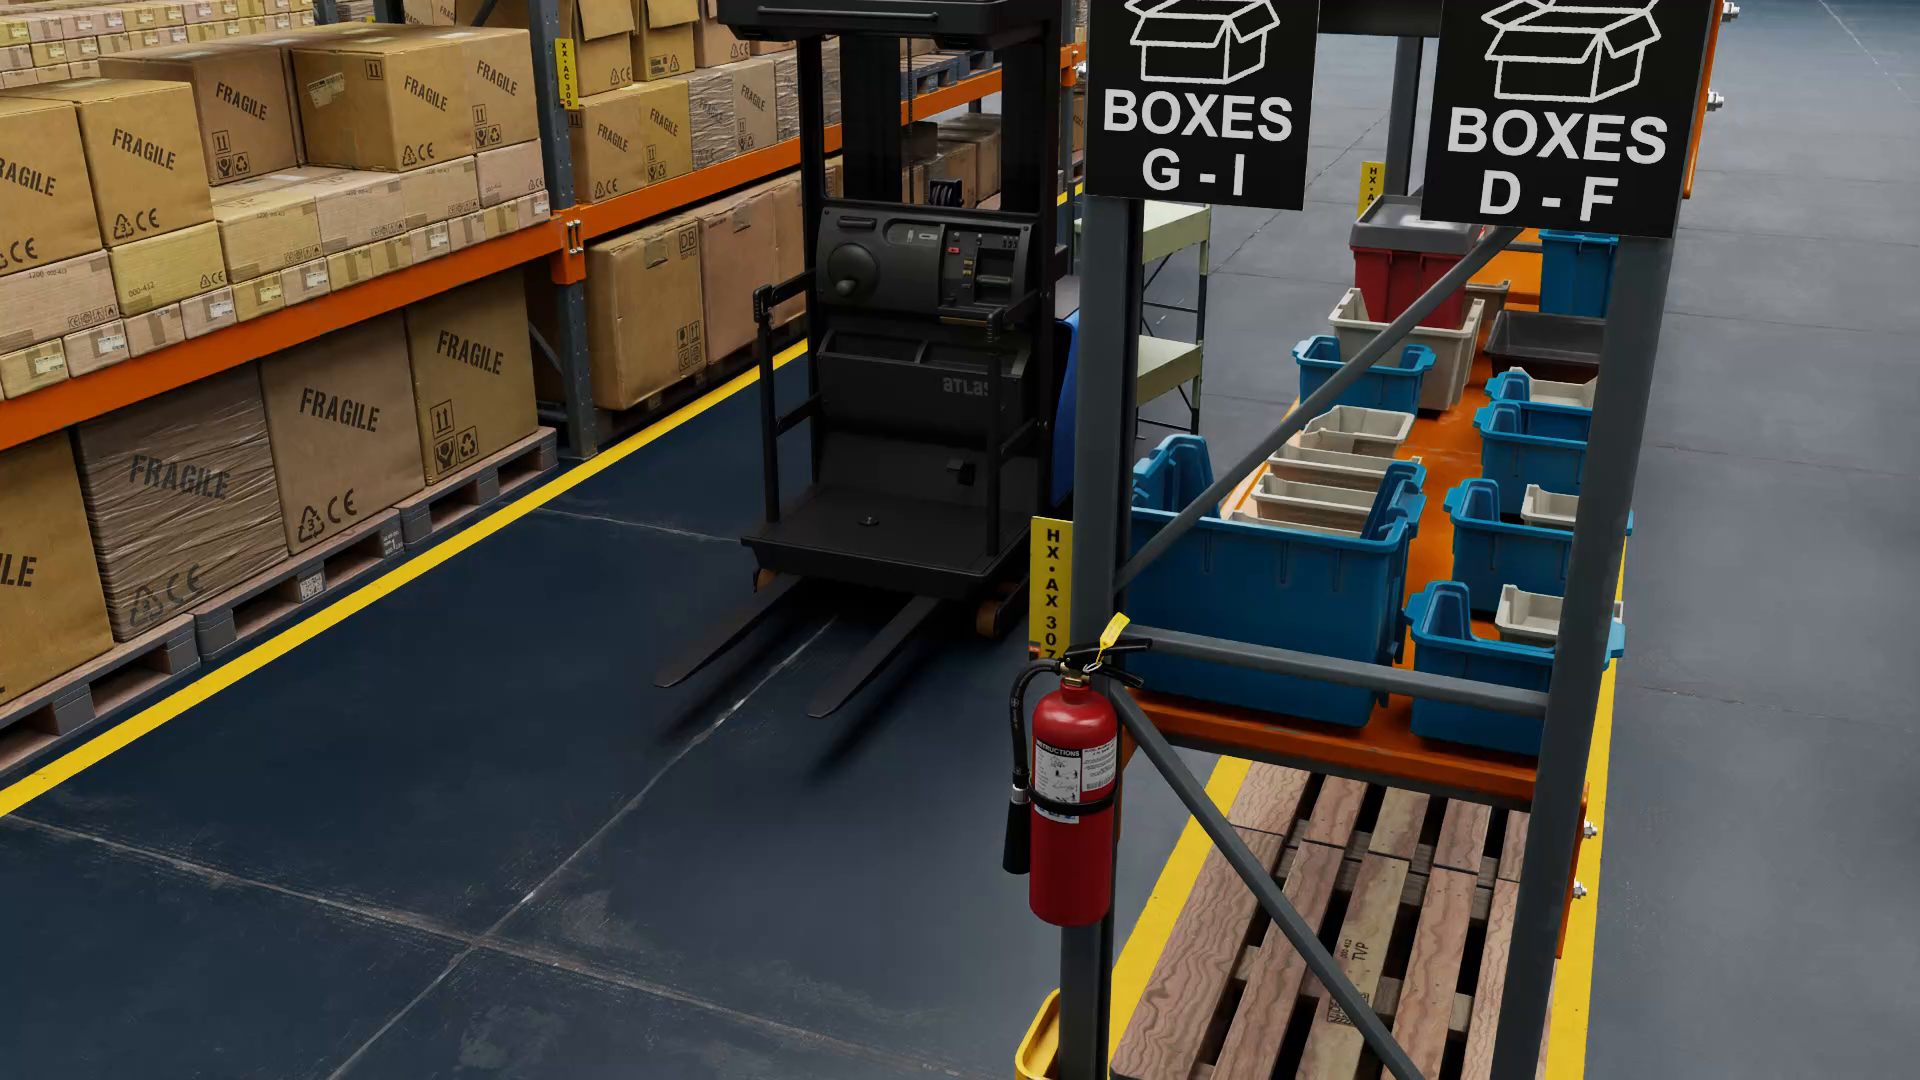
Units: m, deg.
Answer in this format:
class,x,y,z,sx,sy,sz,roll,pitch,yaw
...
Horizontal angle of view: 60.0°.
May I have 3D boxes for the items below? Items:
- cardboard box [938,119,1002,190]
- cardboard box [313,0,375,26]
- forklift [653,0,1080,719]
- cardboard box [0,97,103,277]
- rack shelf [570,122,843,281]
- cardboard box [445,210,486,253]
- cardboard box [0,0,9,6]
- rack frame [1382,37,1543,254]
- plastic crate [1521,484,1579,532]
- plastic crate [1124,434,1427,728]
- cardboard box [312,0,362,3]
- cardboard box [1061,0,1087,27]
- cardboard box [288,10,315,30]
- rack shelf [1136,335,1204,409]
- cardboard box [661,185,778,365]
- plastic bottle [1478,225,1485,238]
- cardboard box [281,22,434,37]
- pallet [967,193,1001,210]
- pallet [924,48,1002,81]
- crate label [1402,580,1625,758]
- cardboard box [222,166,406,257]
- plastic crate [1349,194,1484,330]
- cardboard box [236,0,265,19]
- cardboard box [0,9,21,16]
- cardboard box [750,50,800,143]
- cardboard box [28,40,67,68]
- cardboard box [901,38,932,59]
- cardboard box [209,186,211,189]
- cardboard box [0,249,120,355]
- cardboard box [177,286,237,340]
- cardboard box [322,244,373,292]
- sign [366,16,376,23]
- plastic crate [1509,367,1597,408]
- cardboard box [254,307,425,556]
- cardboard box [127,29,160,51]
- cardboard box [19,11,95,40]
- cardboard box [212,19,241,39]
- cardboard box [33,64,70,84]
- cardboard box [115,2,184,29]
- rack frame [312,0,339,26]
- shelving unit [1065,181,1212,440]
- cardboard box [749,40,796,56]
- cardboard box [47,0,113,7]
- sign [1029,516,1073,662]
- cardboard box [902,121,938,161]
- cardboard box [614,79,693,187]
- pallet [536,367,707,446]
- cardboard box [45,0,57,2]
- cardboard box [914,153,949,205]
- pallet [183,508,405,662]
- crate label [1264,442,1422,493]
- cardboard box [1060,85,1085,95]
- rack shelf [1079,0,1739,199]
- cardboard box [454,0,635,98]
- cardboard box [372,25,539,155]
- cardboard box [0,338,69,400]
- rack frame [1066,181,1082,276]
class,x,y,z,sx,sy,sz,roll,pitch,yaw
cardboard box,0.123,-3.410,14.695,0.700,0.500,0.500,9,24,20
cardboard box,-5.070,-4.229,13.852,0.500,0.500,0.500,9,24,21
forklift,-0.231,-1.127,6.644,1.130,2.935,3.031,9,24,20
cardboard box,-3.277,-1.177,5.513,0.500,0.500,0.500,8,24,19
rack shelf,-1.663,-2.266,10.218,1.077,0.370,4.000,9,24,20
cardboard box,-2.406,-1.427,7.600,0.380,0.149,0.250,8,24,19
cardboard box,-9.426,-5.184,16.049,0.380,0.149,0.250,9,24,20
rack frame,2.192,-1.174,6.668,1.000,3.000,0.127,9,24,20
plastic crate,1.552,-0.035,4.207,0.250,0.136,0.298,9,24,20
plastic crate,0.658,0.067,3.573,0.616,0.435,0.499,9,24,20
cardboard box,-5.312,-4.727,13.748,0.700,0.500,0.500,9,24,20
cardboard box,0.790,-5.081,15.507,0.875,0.500,0.500,9,24,20
cardboard box,-5.249,-4.034,12.910,0.380,0.149,0.250,9,24,21
rack shelf,0.892,-0.800,8.564,0.431,0.370,0.720,15,27,32
cardboard box,-1.856,-1.648,10.015,1.225,0.875,0.875,8,24,18
plastic bottle,2.297,-1.389,7.441,0.097,0.201,0.097,0,23,0
cardboard box,-2.821,-2.162,7.870,0.500,0.500,0.500,9,24,20
pallet,-0.174,-2.742,14.040,1.003,0.211,1.213,9,24,20
pallet,-0.223,-3.940,13.539,1.003,0.211,1.213,9,24,20
crate label,1.104,0.266,3.360,0.416,0.233,0.303,9,24,20
cardboard box,-2.706,-1.387,6.987,0.500,0.250,0.500,9,24,21
plastic crate,1.628,-0.947,5.965,0.402,0.464,0.583,9,24,20
cardboard box,-5.437,-3.988,12.416,0.380,0.149,0.250,10,25,22
cardboard box,-6.617,-3.523,11.301,0.380,0.149,0.250,8,24,18
cardboard box,-1.254,-2.784,10.394,0.500,0.500,0.500,8,24,18
cardboard box,-6.114,-3.198,10.909,0.380,0.149,0.250,8,24,18
cardboard box,-0.642,-3.967,12.681,0.700,0.500,0.500,13,26,28
cardboard box,-3.391,-1.281,6.734,0.500,0.250,0.500,9,24,20
cardboard box,-3.276,-0.839,5.676,0.500,0.250,0.500,8,24,19
cardboard box,-2.978,-0.876,6.280,0.380,0.149,0.250,8,24,19
cardboard box,-2.692,-1.151,6.939,0.380,0.149,0.250,8,24,19
sign,-2.914,-2.455,8.335,0.100,0.325,0.005,9,24,20
plastic crate,1.825,-0.413,5.112,0.293,0.136,0.466,9,24,20
cardboard box,-3.060,-0.549,7.385,0.875,0.875,0.875,9,24,20
cardboard box,-5.821,-3.479,11.583,0.380,0.149,0.250,8,24,19
cardboard box,-6.015,-3.429,11.077,0.380,0.149,0.250,9,24,20
cardboard box,-5.535,-3.754,12.240,0.380,0.149,0.250,9,24,20
cardboard box,-6.112,-3.061,10.967,0.380,0.149,0.250,9,24,21
cardboard box,-5.727,-3.709,11.748,0.380,0.149,0.250,10,25,23
rack frame,-5.488,-4.060,13.579,1.000,3.000,0.127,9,24,20
shelving unit,0.892,-1.100,8.439,0.431,1.500,0.755,15,27,32
cardboard box,-1.452,-3.331,10.402,0.797,0.503,0.637,9,24,21
cardboard box,-6.326,-3.805,11.976,0.380,0.149,0.250,10,25,22
sign,0.190,0.110,3.384,0.100,0.325,0.005,9,24,20
cardboard box,-0.512,-3.145,13.087,0.500,0.250,0.500,12,25,26
cardboard box,-1.817,-2.238,9.086,0.500,0.500,0.500,9,24,20
pallet,-2.189,-0.883,9.590,1.003,0.211,1.213,9,24,20
cardboard box,-9.183,-5.472,16.739,0.380,0.149,0.250,10,25,22
cardboard box,-0.496,-2.807,13.250,0.700,0.500,0.500,7,24,16
pallet,-3.213,0.103,7.230,1.003,0.211,1.213,9,24,20
crate label,1.043,-0.171,4.531,0.396,0.136,0.243,9,24,20
cardboard box,1.115,-4.363,17.001,0.500,0.500,0.500,7,24,15
rack shelf,1.450,-1.510,4.515,1.077,0.370,4.000,9,24,20
cardboard box,-2.177,-2.621,8.703,0.797,0.503,0.637,8,24,19
cardboard box,-2.329,-2.094,7.707,0.500,0.500,0.500,10,24,22
cardboard box,-3.265,-0.599,5.618,0.380,0.149,0.250,8,24,19
rack frame,0.684,-0.984,8.161,0.400,1.500,0.023,15,27,32
